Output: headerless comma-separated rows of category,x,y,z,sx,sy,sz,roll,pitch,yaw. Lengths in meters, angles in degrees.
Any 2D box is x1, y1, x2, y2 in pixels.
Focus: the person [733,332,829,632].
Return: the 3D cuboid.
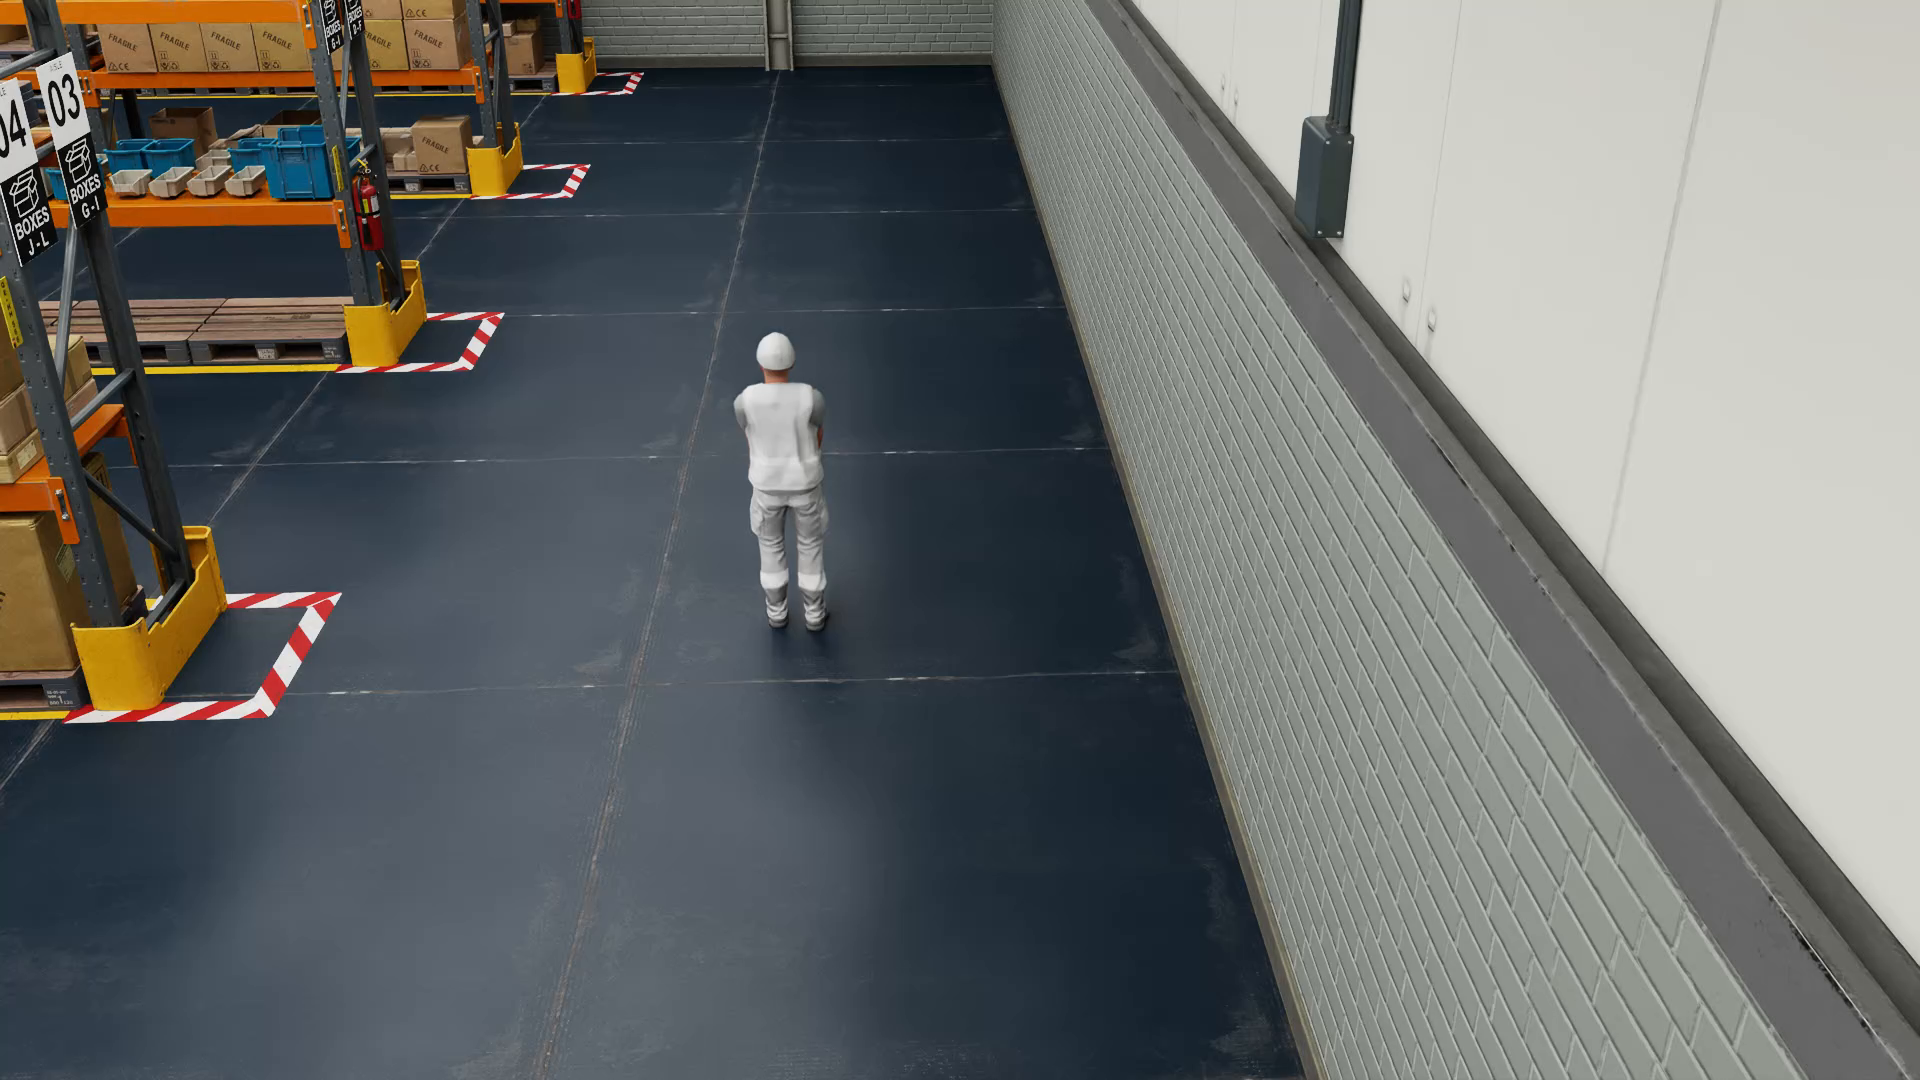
person,-0.976,-0.360,9.291,0.495,1.786,0.558,-1,27,-2
